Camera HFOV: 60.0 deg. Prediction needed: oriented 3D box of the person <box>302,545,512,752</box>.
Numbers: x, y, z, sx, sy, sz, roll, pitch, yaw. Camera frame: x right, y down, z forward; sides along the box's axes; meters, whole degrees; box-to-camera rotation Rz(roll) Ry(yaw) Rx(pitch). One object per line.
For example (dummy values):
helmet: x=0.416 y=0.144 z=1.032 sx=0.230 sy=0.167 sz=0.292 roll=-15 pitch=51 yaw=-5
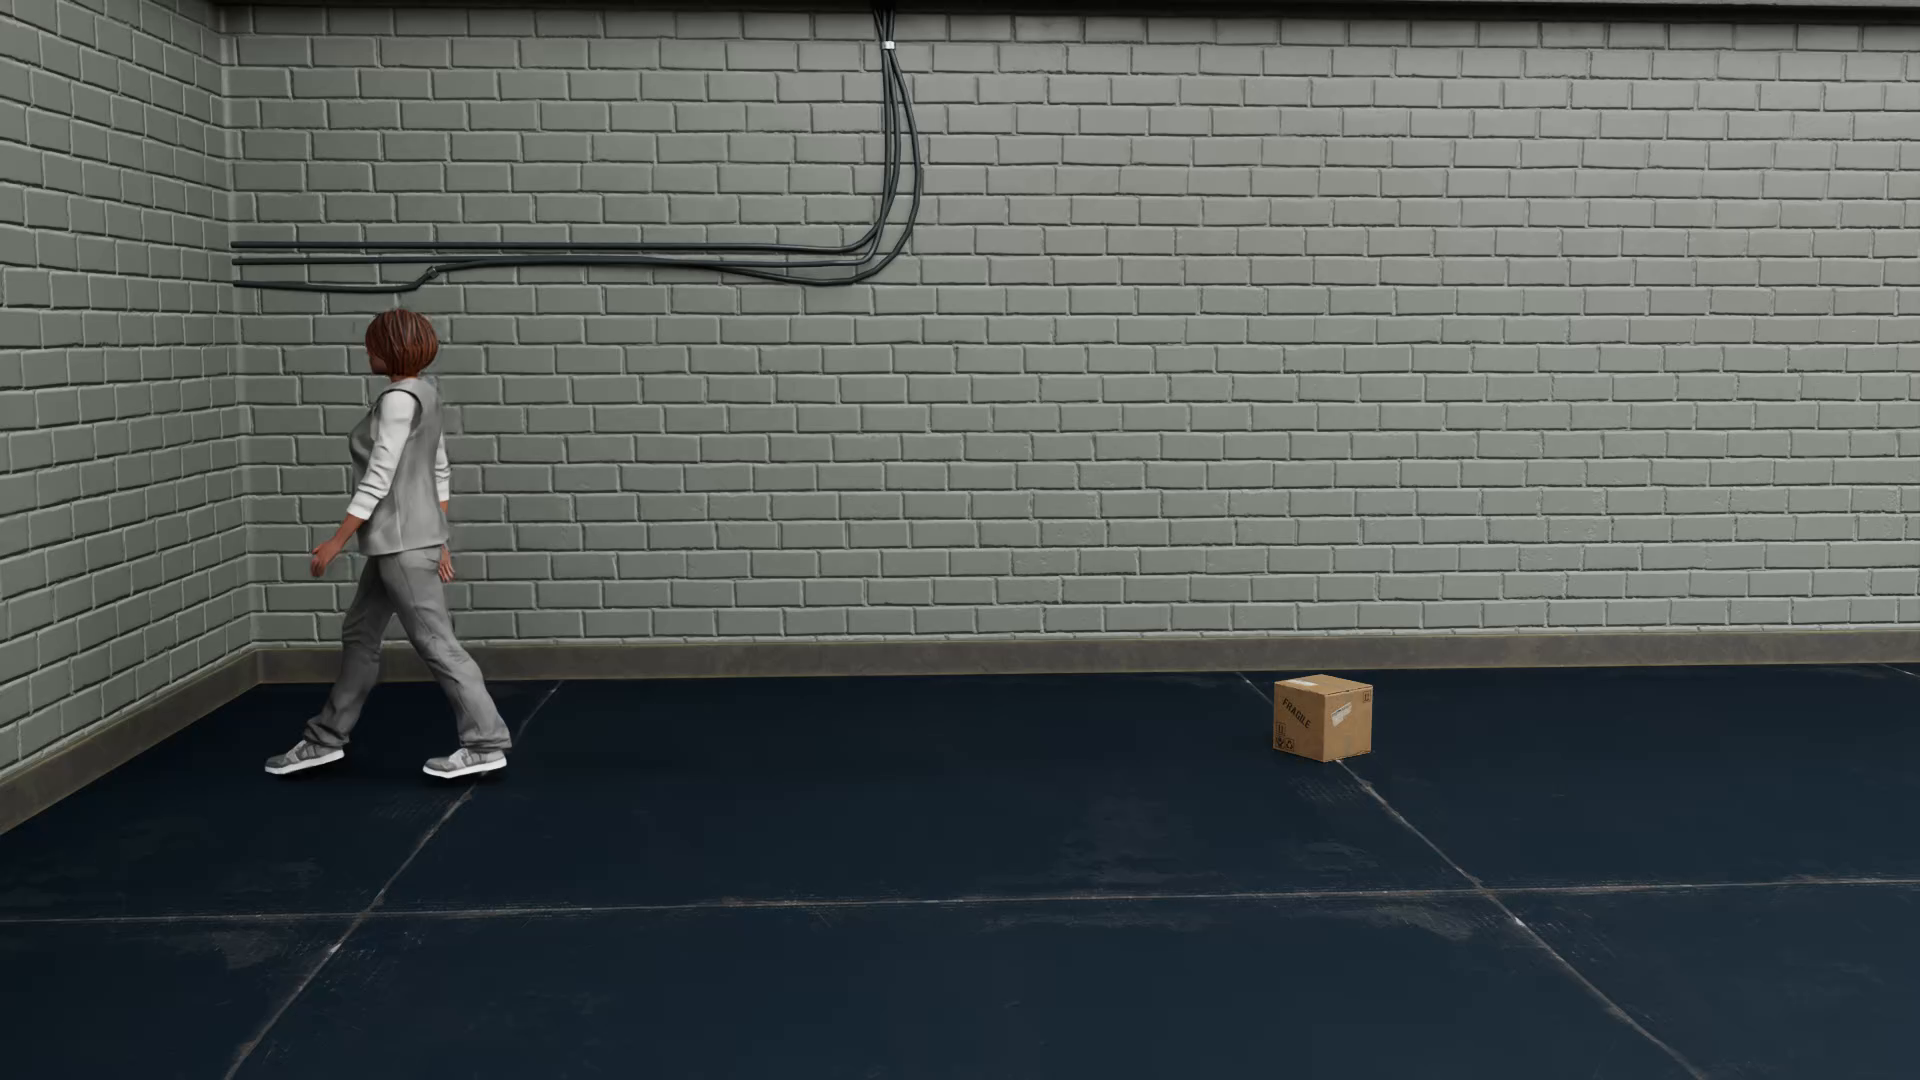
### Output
person: x=-1.874 y=0.302 z=5.561 sx=0.708 sy=0.838 sz=0.351 roll=-1 pitch=7 yaw=-9
